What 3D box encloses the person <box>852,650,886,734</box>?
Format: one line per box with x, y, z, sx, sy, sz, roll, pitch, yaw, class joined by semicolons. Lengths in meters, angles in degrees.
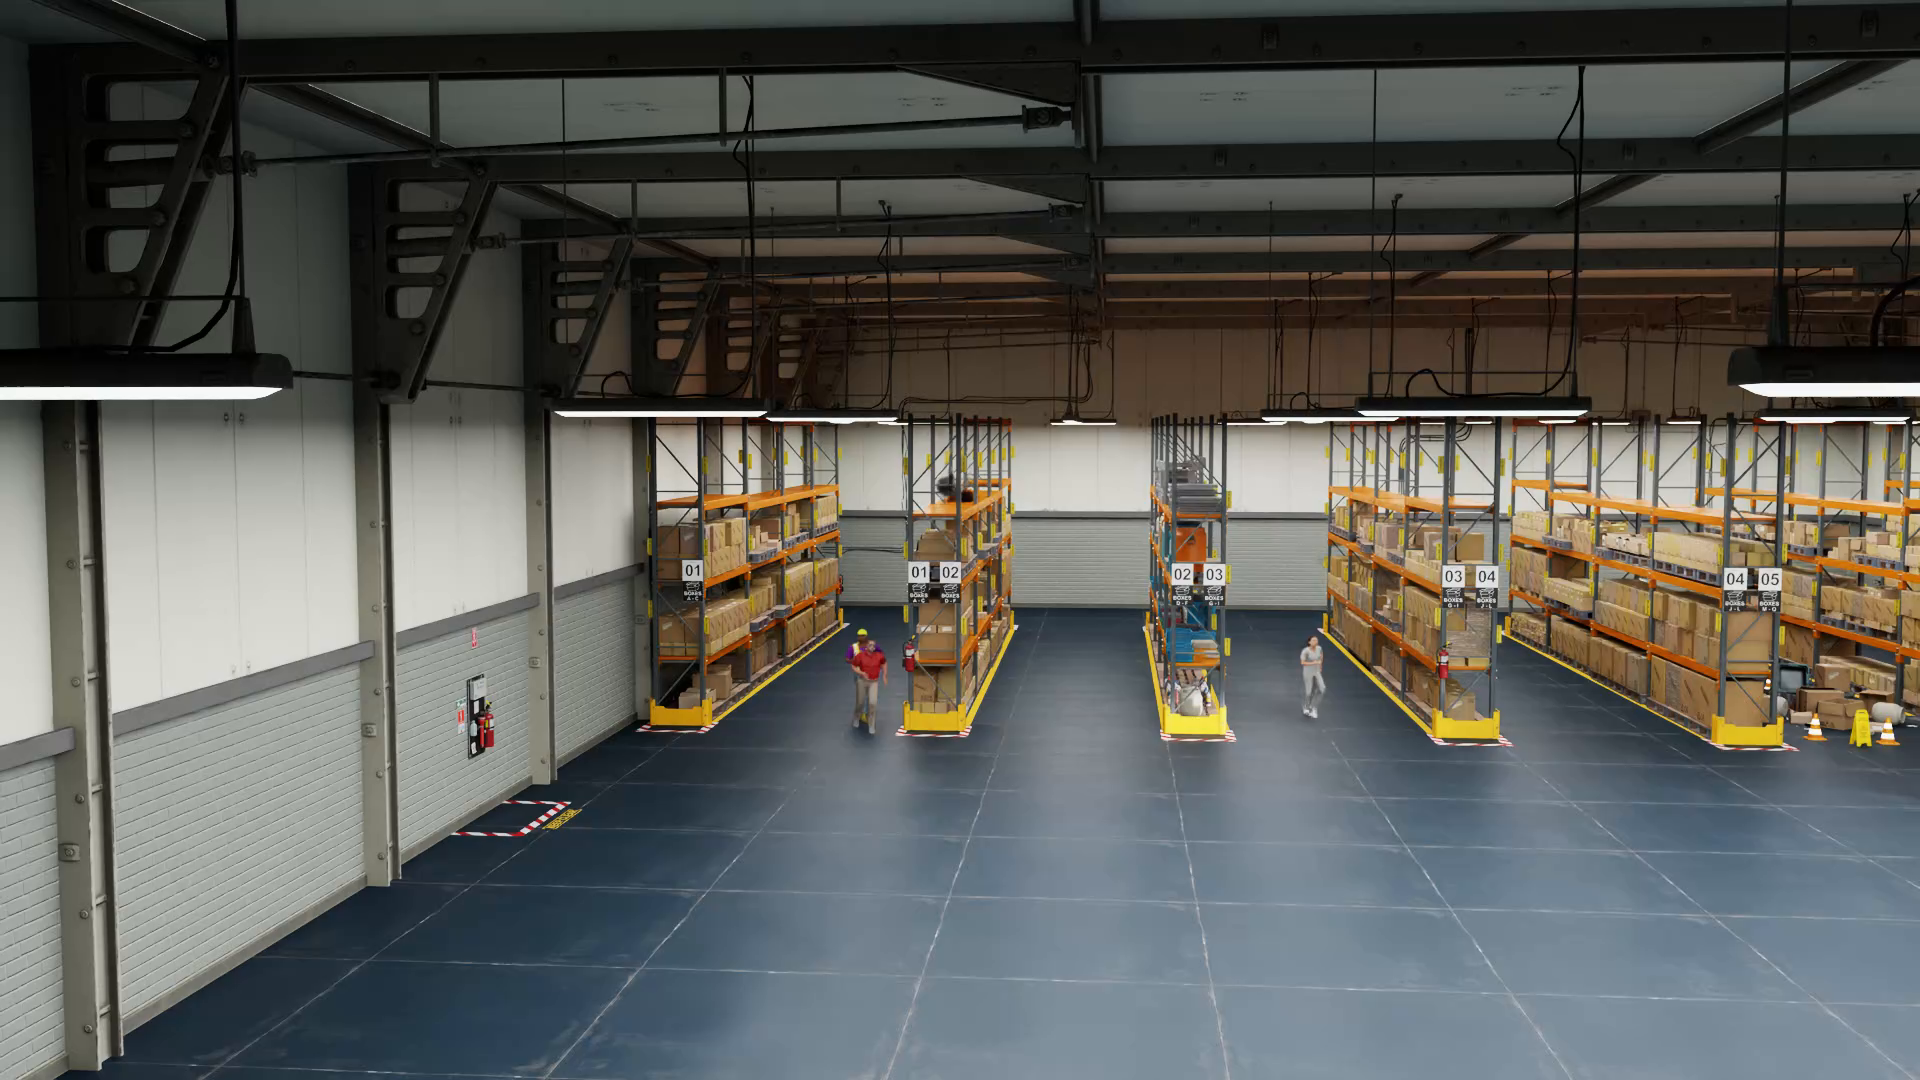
-1.728;2.865;31.477;0.651;1.608;0.803;-1;4;-10;person

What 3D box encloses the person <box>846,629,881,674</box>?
-1.920;2.199;32.859;0.667;0.887;0.459;0;4;6;person

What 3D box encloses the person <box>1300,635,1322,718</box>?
6.957;2.676;32.856;0.590;1.654;0.797;-1;4;-15;person
